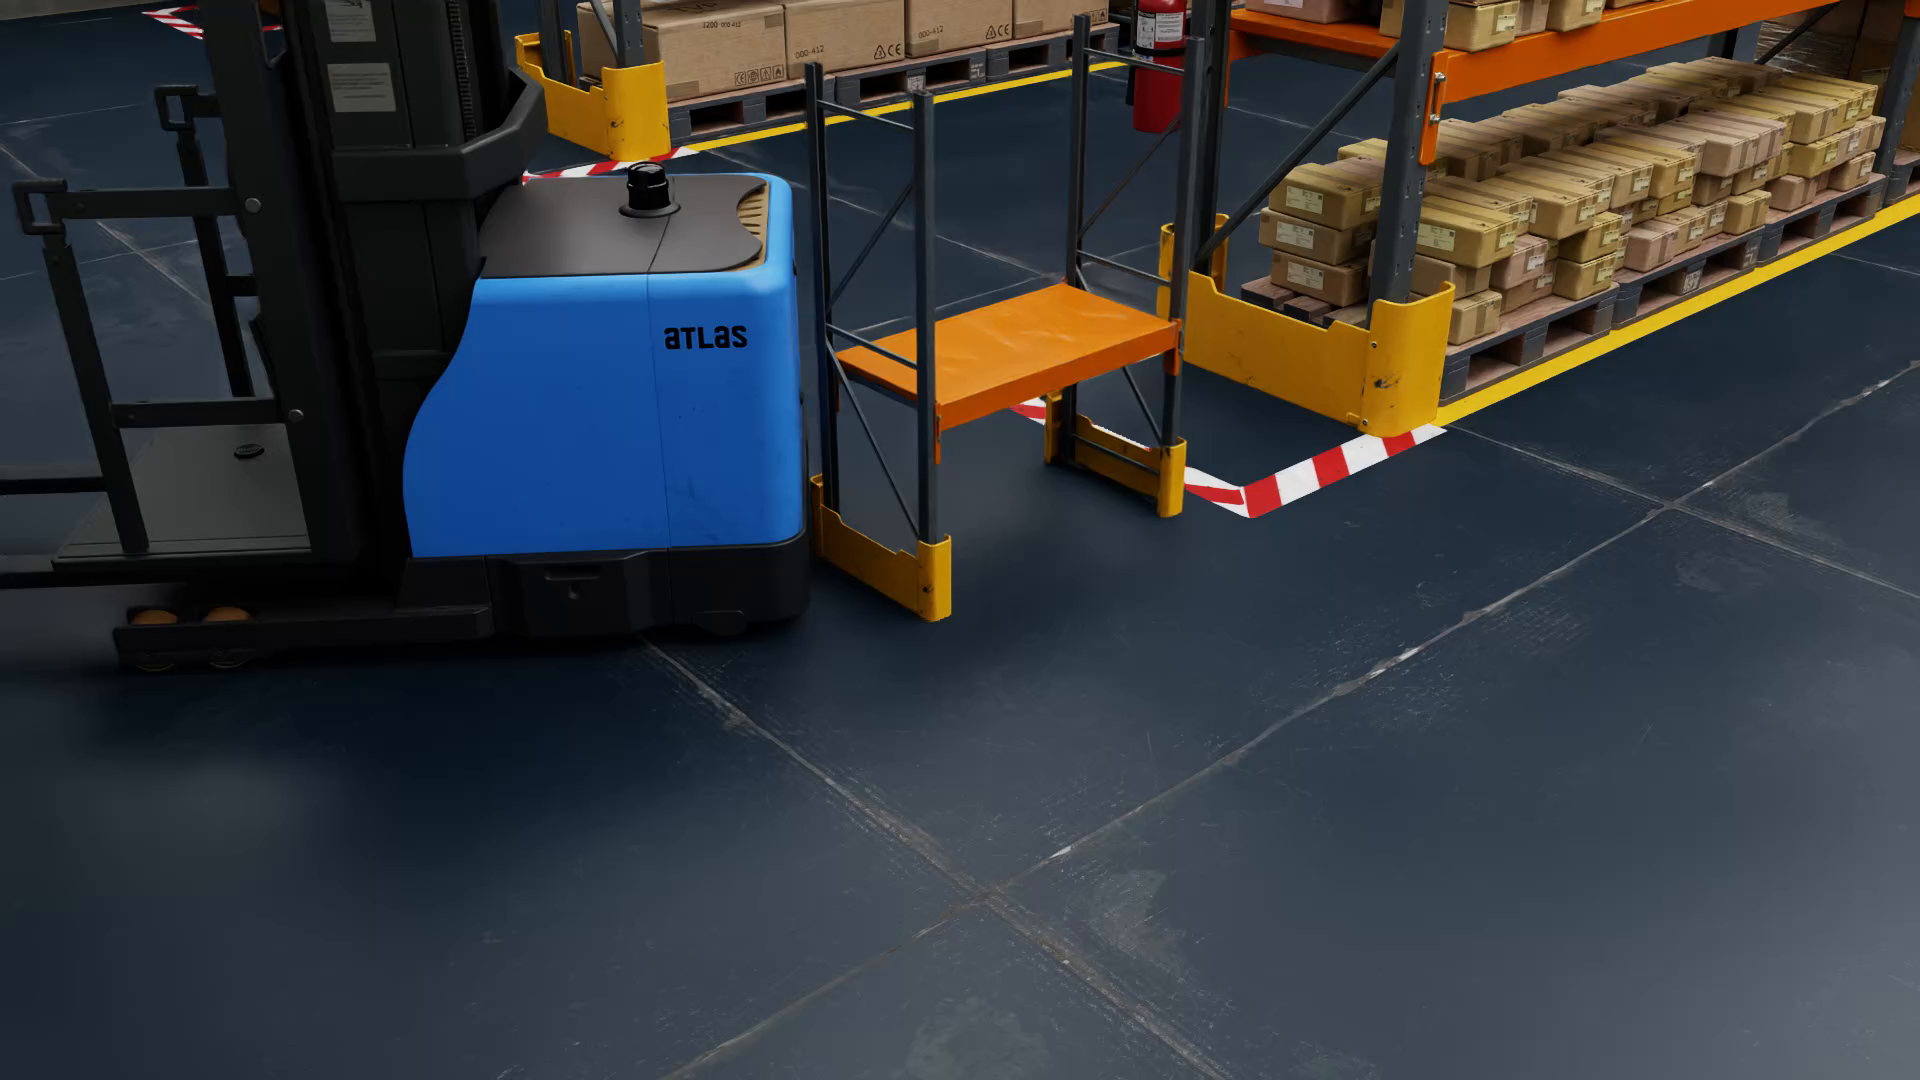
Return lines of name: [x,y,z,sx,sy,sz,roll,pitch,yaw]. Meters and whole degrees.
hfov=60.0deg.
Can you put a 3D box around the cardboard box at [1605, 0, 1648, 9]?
cardboard box: [2.402,-2.141,6.341,0.250,0.149,0.380,-22,35,-35]

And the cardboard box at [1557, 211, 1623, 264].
cardboard box: [2.411,-1.249,6.668,0.250,0.149,0.380,-21,34,-33]

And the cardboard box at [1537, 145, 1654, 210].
cardboard box: [2.584,-1.486,6.797,0.250,0.149,0.380,-20,34,-33]

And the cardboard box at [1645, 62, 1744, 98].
cardboard box: [3.605,-2.232,8.191,0.250,0.149,0.380,-20,34,-33]

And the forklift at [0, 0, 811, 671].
forklift: [-1.974,-1.192,4.370,3.031,2.935,1.130,-2,28,-4]

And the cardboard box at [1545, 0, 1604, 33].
cardboard box: [2.072,-1.938,5.961,0.250,0.149,0.380,-23,36,-36]

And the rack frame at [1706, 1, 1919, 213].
rack frame: [4.249,-3.136,7.935,0.127,3.000,1.000,-22,35,-35]

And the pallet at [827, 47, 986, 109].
pallet: [-0.598,-3.070,10.771,1.213,0.211,1.003,-22,35,-35]

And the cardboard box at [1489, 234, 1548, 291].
cardboard box: [2.016,-1.103,6.394,0.250,0.149,0.380,-22,35,-35]

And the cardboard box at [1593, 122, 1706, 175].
cardboard box: [2.943,-1.662,7.125,0.250,0.149,0.380,-22,35,-35]

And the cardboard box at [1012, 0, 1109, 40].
cardboard box: [0.412,-3.781,11.416,0.875,0.438,0.875,-22,35,-36]

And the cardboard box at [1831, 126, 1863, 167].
cardboard box: [4.018,-1.897,7.881,0.250,0.149,0.380,-24,36,-37]

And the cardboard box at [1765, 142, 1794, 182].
cardboard box: [3.571,-1.767,7.638,0.250,0.149,0.380,-22,35,-34]

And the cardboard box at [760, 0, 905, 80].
cardboard box: [-0.955,-3.232,10.388,0.875,0.438,0.875,-21,34,-34]

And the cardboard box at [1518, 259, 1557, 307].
cardboard box: [2.143,-1.073,6.655,0.250,0.149,0.380,-21,35,-34]

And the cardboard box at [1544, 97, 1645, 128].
cardboard box: [2.860,-1.887,7.547,0.250,0.149,0.380,-24,36,-37]

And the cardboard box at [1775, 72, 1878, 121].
cardboard box: [4.148,-2.124,7.989,0.250,0.149,0.380,-21,34,-34]

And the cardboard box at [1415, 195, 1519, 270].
cardboard box: [1.825,-1.141,6.150,0.250,0.149,0.380,-24,36,-37]

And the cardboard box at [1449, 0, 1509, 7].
cardboard box: [1.727,-2.125,5.623,0.500,0.500,0.500,-20,34,-33]

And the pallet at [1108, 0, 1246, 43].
pallet: [1.498,-3.913,12.348,1.213,0.211,1.003,-22,35,-35]

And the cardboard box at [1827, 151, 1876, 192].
cardboard box: [4.172,-1.821,8.055,0.250,0.149,0.380,-21,35,-34]

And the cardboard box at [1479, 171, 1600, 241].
cardboard box: [2.232,-1.299,6.447,0.250,0.149,0.380,-22,35,-35]

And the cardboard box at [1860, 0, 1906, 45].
cardboard box: [4.983,-2.680,8.494,0.500,0.250,0.500,-24,36,-37]

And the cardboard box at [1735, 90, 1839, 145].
cardboard box: [3.794,-1.953,7.669,0.250,0.149,0.380,-22,35,-35]

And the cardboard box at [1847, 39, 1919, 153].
cardboard box: [4.984,-2.349,8.670,0.500,0.500,0.500,-20,34,-33]

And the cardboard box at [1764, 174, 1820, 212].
cardboard box: [3.761,-1.668,7.767,0.250,0.149,0.380,-23,36,-36]

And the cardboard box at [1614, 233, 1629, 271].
cardboard box: [2.541,-1.224,6.937,0.250,0.149,0.380,-22,35,-35]

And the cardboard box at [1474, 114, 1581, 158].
cardboard box: [2.466,-1.736,7.263,0.250,0.149,0.380,-23,36,-36]

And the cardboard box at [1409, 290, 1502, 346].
cardboard box: [1.813,-0.885,6.303,0.250,0.149,0.380,-21,35,-34]

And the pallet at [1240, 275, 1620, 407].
pallet: [1.905,-0.941,6.787,1.213,0.211,1.003,-22,35,-35]

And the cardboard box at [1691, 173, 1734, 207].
cardboard box: [3.173,-1.607,7.339,0.250,0.149,0.380,-24,36,-37]

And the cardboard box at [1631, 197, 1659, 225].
cardboard box: [2.731,-1.462,7.067,0.250,0.149,0.380,-20,34,-32]

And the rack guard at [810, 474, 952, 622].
rack guard: [-0.241,0.015,4.957,0.087,0.250,0.587,-22,35,-36]

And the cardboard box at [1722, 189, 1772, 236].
cardboard box: [3.385,-1.505,7.462,0.250,0.149,0.380,-22,35,-35]

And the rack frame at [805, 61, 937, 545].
rack frame: [-0.242,-0.536,4.662,0.032,1.500,0.500,-22,35,-36]

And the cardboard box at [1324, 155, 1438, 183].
cardboard box: [1.673,-1.411,6.656,0.250,0.149,0.380,-21,35,-34]

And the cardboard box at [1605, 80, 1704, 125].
cardboard box: [3.261,-2.049,7.849,0.250,0.149,0.380,-23,36,-36]

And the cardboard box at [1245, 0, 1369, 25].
cardboard box: [1.271,-2.002,6.081,0.250,0.149,0.380,-22,35,-35]

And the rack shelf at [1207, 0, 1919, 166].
rack shelf: [2.728,-2.206,6.959,4.000,0.370,1.077,-22,35,-35]

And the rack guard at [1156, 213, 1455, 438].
rack guard: [1.264,-0.833,6.278,0.348,0.500,1.175,-22,35,-35]

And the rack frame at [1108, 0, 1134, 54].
rack frame: [0.960,-4.880,11.198,0.127,3.000,1.000,-22,35,-35]

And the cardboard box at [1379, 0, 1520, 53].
cardboard box: [1.666,-1.783,5.670,0.250,0.149,0.380,-22,35,-35]

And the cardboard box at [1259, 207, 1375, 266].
cardboard box: [1.423,-1.235,6.642,0.250,0.149,0.380,-23,36,-36]

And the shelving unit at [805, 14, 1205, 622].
shelving unit: [0.134,-0.691,4.952,1.083,1.500,0.587,-22,35,-36]

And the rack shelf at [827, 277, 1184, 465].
rack shelf: [0.140,-0.536,5.042,1.000,0.185,0.538,-22,35,-36]

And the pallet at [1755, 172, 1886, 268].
pallet: [3.761,-1.688,8.184,1.213,0.211,1.003,-22,35,-35]

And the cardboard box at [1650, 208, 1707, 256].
cardboard box: [2.981,-1.363,7.198,0.250,0.149,0.380,-22,35,-35]

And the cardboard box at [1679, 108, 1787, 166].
cardboard box: [3.400,-1.785,7.356,0.250,0.149,0.380,-24,36,-37]

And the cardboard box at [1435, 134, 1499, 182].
cardboard box: [2.026,-1.593,6.995,0.250,0.149,0.380,-24,36,-37]
